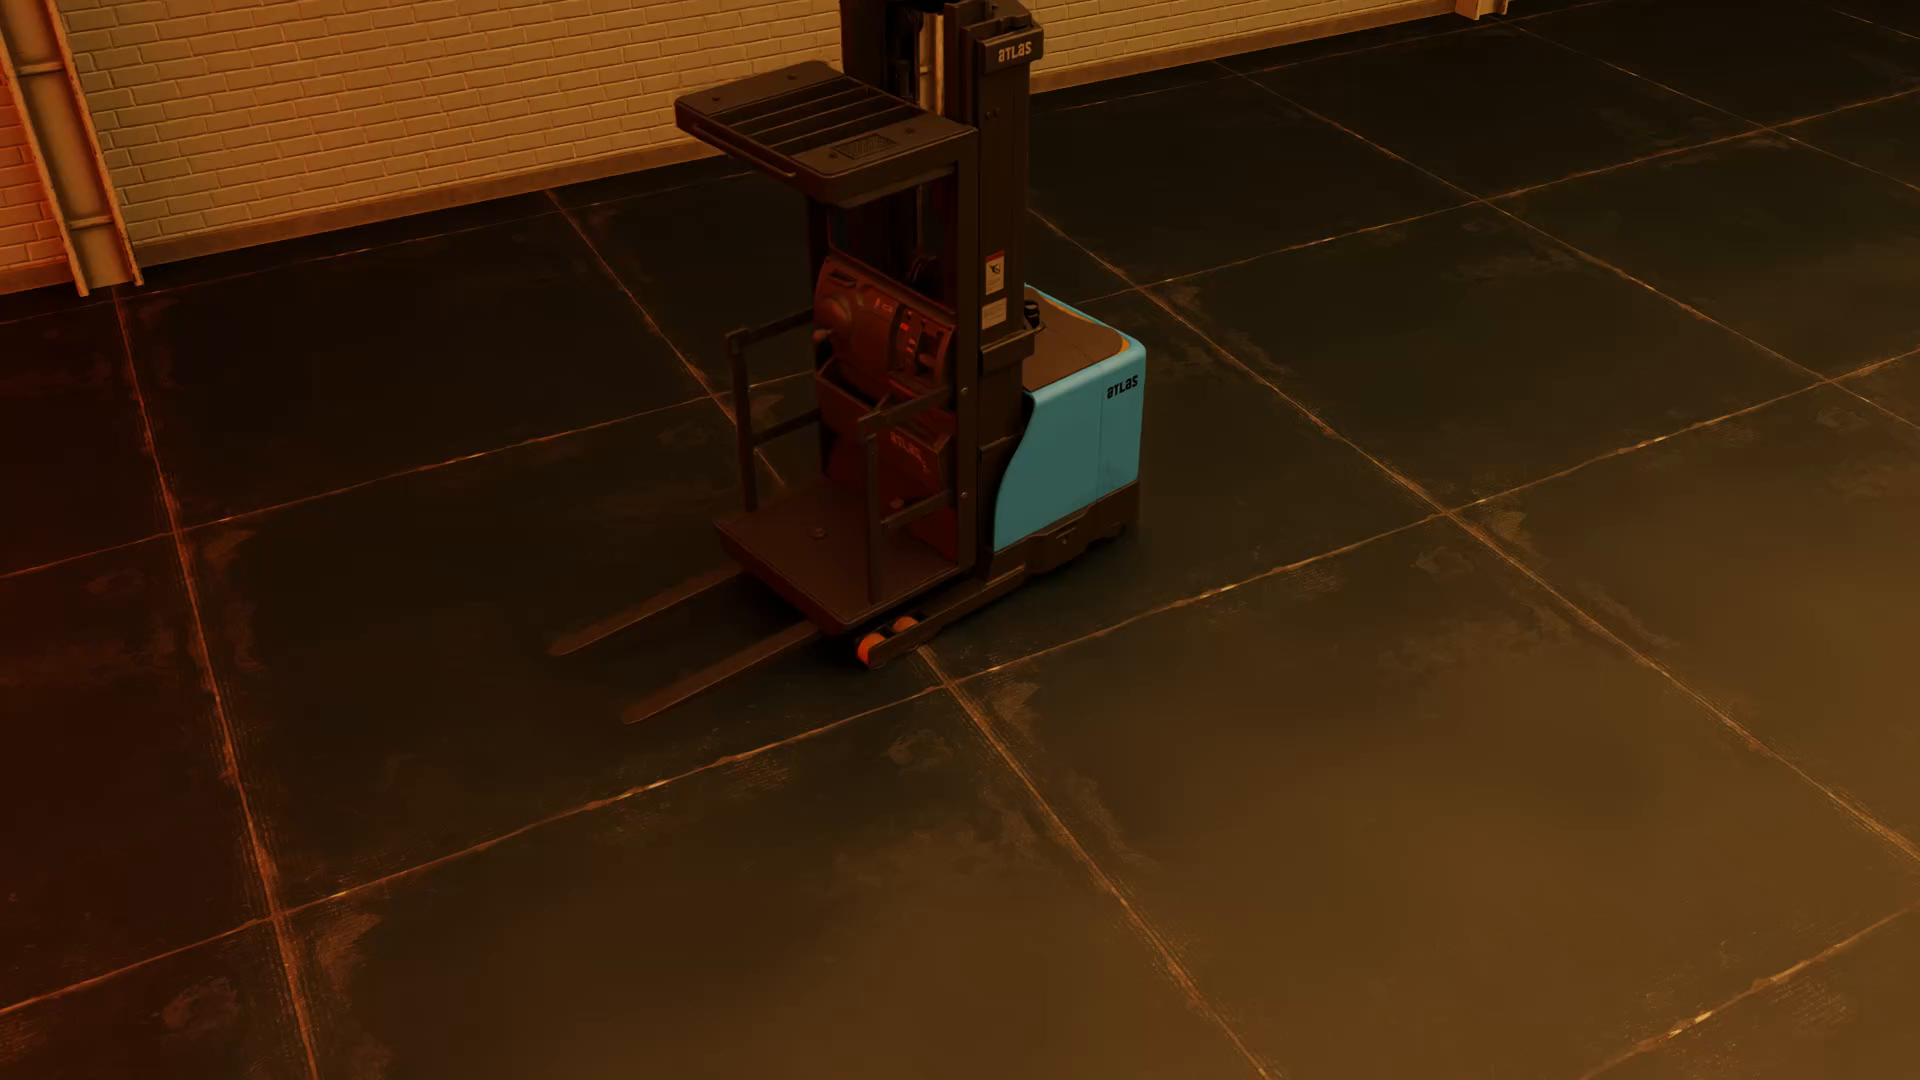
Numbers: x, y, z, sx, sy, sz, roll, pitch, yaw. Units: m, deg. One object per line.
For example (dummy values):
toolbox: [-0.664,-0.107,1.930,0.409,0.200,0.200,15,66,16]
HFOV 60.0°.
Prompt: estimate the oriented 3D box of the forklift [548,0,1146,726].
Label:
forklift: [-0.511,-0.936,7.447,3.031,2.935,1.130,-26,43,-32]

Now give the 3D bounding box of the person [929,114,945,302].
person: [0.157,-2.201,10.490,0.786,1.534,0.746,-24,42,-30]
